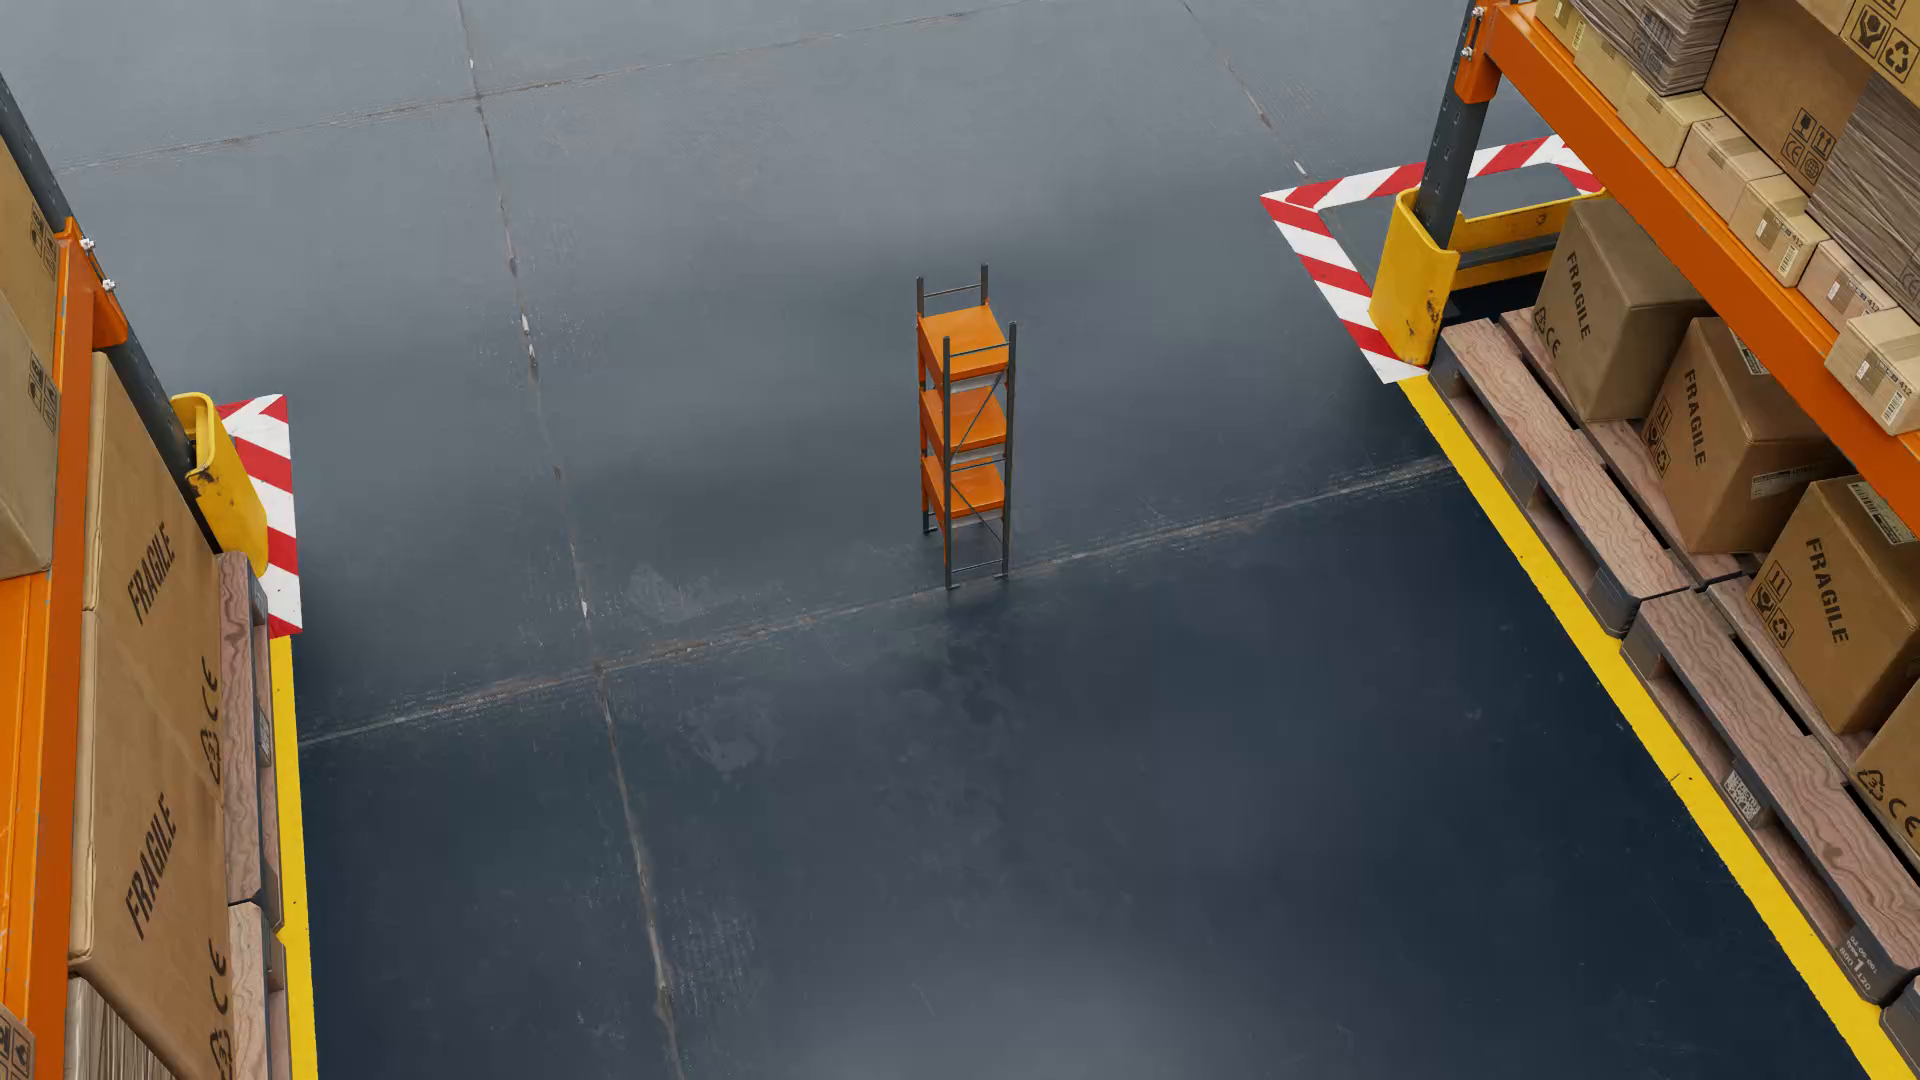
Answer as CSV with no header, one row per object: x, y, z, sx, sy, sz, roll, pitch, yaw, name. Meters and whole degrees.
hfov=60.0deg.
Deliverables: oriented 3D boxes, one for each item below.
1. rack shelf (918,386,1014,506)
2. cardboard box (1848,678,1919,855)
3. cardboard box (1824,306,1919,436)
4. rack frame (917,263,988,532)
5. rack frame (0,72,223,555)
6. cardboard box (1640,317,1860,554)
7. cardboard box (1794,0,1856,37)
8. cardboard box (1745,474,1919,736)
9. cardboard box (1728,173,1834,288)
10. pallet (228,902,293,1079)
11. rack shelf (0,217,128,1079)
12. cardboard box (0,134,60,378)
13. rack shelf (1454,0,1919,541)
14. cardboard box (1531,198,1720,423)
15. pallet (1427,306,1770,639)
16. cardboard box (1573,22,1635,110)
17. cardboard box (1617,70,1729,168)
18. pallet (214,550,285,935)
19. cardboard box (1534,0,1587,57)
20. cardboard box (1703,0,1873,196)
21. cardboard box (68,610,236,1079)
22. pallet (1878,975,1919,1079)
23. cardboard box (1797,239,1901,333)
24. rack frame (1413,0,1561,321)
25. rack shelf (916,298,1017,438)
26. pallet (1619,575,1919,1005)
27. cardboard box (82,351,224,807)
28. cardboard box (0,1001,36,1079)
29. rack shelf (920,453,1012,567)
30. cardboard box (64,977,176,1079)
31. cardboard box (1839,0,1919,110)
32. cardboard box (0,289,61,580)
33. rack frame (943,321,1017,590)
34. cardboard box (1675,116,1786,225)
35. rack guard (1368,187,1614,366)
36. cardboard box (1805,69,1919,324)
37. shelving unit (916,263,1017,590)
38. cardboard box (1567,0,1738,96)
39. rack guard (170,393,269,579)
0.016,-0.292,4.824,0.215,0.259,0.240,-13,51,-11,rack shelf
2.695,0.568,4.170,0.500,0.500,0.500,-17,52,-14,cardboard box
2.235,-0.410,3.798,0.380,0.149,0.250,-13,51,-11,cardboard box
-0.020,-0.388,4.891,0.200,1.050,0.008,-13,51,-11,rack frame
-2.741,-0.823,3.982,1.000,3.000,0.127,-13,51,-11,rack frame
2.405,-0.311,4.911,0.500,0.500,0.500,-2,50,-1,cardboard box
2.071,-1.491,3.631,0.500,0.500,0.500,-13,51,-11,cardboard box
2.572,0.150,4.522,0.500,0.500,0.500,-9,50,-8,cardboard box
2.160,-0.792,4.120,0.380,0.149,0.250,-13,51,-11,cardboard box
-2.073,1.532,3.821,1.003,0.211,1.213,-13,51,-11,pallet
-2.150,0.870,3.025,1.077,0.370,4.000,-13,51,-11,rack shelf
-2.588,-0.610,3.705,0.875,0.550,0.550,-13,51,-11,cardboard box
2.619,-0.178,3.909,1.077,0.370,4.000,-13,51,-11,rack shelf
2.196,-0.740,5.272,0.500,0.500,0.500,-5,50,-4,cardboard box
2.256,-0.315,5.377,1.003,0.211,1.213,-13,51,-11,pallet
1.939,-1.340,4.582,0.380,0.149,0.250,-13,51,-11,cardboard box
1.999,-1.154,4.426,0.380,0.149,0.250,-13,51,-11,cardboard box
-2.430,0.642,4.571,1.003,0.211,1.213,-13,51,-11,pallet
1.884,-1.527,4.740,0.380,0.149,0.250,-13,51,-11,cardboard box
2.426,-1.253,4.084,0.875,0.500,0.500,-13,51,-11,cardboard box
-2.215,0.849,3.687,0.875,0.875,0.875,-14,51,-12,cardboard box
2.978,1.467,3.875,1.003,0.211,1.213,-13,51,-11,pallet
2.260,-0.616,3.972,0.380,0.149,0.250,-13,51,-11,cardboard box
2.027,-1.870,4.865,1.000,3.000,0.127,-13,51,-11,rack frame
0.016,-0.475,4.607,0.215,0.259,0.240,-13,51,-11,rack shelf
2.613,0.575,4.627,1.003,0.211,1.213,-13,51,-11,pallet
-2.477,0.207,4.229,0.875,0.875,0.875,-13,51,-11,cardboard box
-1.910,0.966,2.376,0.875,0.550,0.550,-13,51,-11,cardboard box
0.016,-0.113,5.036,0.215,0.259,0.240,-13,51,-11,rack shelf
-1.947,1.515,3.126,0.875,0.875,0.875,-13,51,-11,cardboard box
2.220,-1.126,3.323,0.500,0.500,0.500,-13,51,-11,cardboard box
-2.404,-0.214,3.370,0.875,0.550,0.550,-13,51,-11,cardboard box
0.052,-0.210,4.741,0.200,1.050,0.008,-13,51,-11,rack frame
2.093,-0.977,4.276,0.380,0.149,0.250,-13,51,-11,cardboard box
2.050,-1.009,5.774,1.175,0.500,0.348,-13,51,-11,rack guard
2.533,-0.878,3.768,0.875,0.500,0.500,-13,51,-11,cardboard box
0.016,-0.299,4.816,0.215,1.050,0.252,-13,51,-11,shelving unit
2.163,-1.591,4.369,0.875,0.500,0.500,-13,51,-11,cardboard box
-2.748,-0.035,4.952,1.175,0.500,0.348,-13,51,-11,rack guard
